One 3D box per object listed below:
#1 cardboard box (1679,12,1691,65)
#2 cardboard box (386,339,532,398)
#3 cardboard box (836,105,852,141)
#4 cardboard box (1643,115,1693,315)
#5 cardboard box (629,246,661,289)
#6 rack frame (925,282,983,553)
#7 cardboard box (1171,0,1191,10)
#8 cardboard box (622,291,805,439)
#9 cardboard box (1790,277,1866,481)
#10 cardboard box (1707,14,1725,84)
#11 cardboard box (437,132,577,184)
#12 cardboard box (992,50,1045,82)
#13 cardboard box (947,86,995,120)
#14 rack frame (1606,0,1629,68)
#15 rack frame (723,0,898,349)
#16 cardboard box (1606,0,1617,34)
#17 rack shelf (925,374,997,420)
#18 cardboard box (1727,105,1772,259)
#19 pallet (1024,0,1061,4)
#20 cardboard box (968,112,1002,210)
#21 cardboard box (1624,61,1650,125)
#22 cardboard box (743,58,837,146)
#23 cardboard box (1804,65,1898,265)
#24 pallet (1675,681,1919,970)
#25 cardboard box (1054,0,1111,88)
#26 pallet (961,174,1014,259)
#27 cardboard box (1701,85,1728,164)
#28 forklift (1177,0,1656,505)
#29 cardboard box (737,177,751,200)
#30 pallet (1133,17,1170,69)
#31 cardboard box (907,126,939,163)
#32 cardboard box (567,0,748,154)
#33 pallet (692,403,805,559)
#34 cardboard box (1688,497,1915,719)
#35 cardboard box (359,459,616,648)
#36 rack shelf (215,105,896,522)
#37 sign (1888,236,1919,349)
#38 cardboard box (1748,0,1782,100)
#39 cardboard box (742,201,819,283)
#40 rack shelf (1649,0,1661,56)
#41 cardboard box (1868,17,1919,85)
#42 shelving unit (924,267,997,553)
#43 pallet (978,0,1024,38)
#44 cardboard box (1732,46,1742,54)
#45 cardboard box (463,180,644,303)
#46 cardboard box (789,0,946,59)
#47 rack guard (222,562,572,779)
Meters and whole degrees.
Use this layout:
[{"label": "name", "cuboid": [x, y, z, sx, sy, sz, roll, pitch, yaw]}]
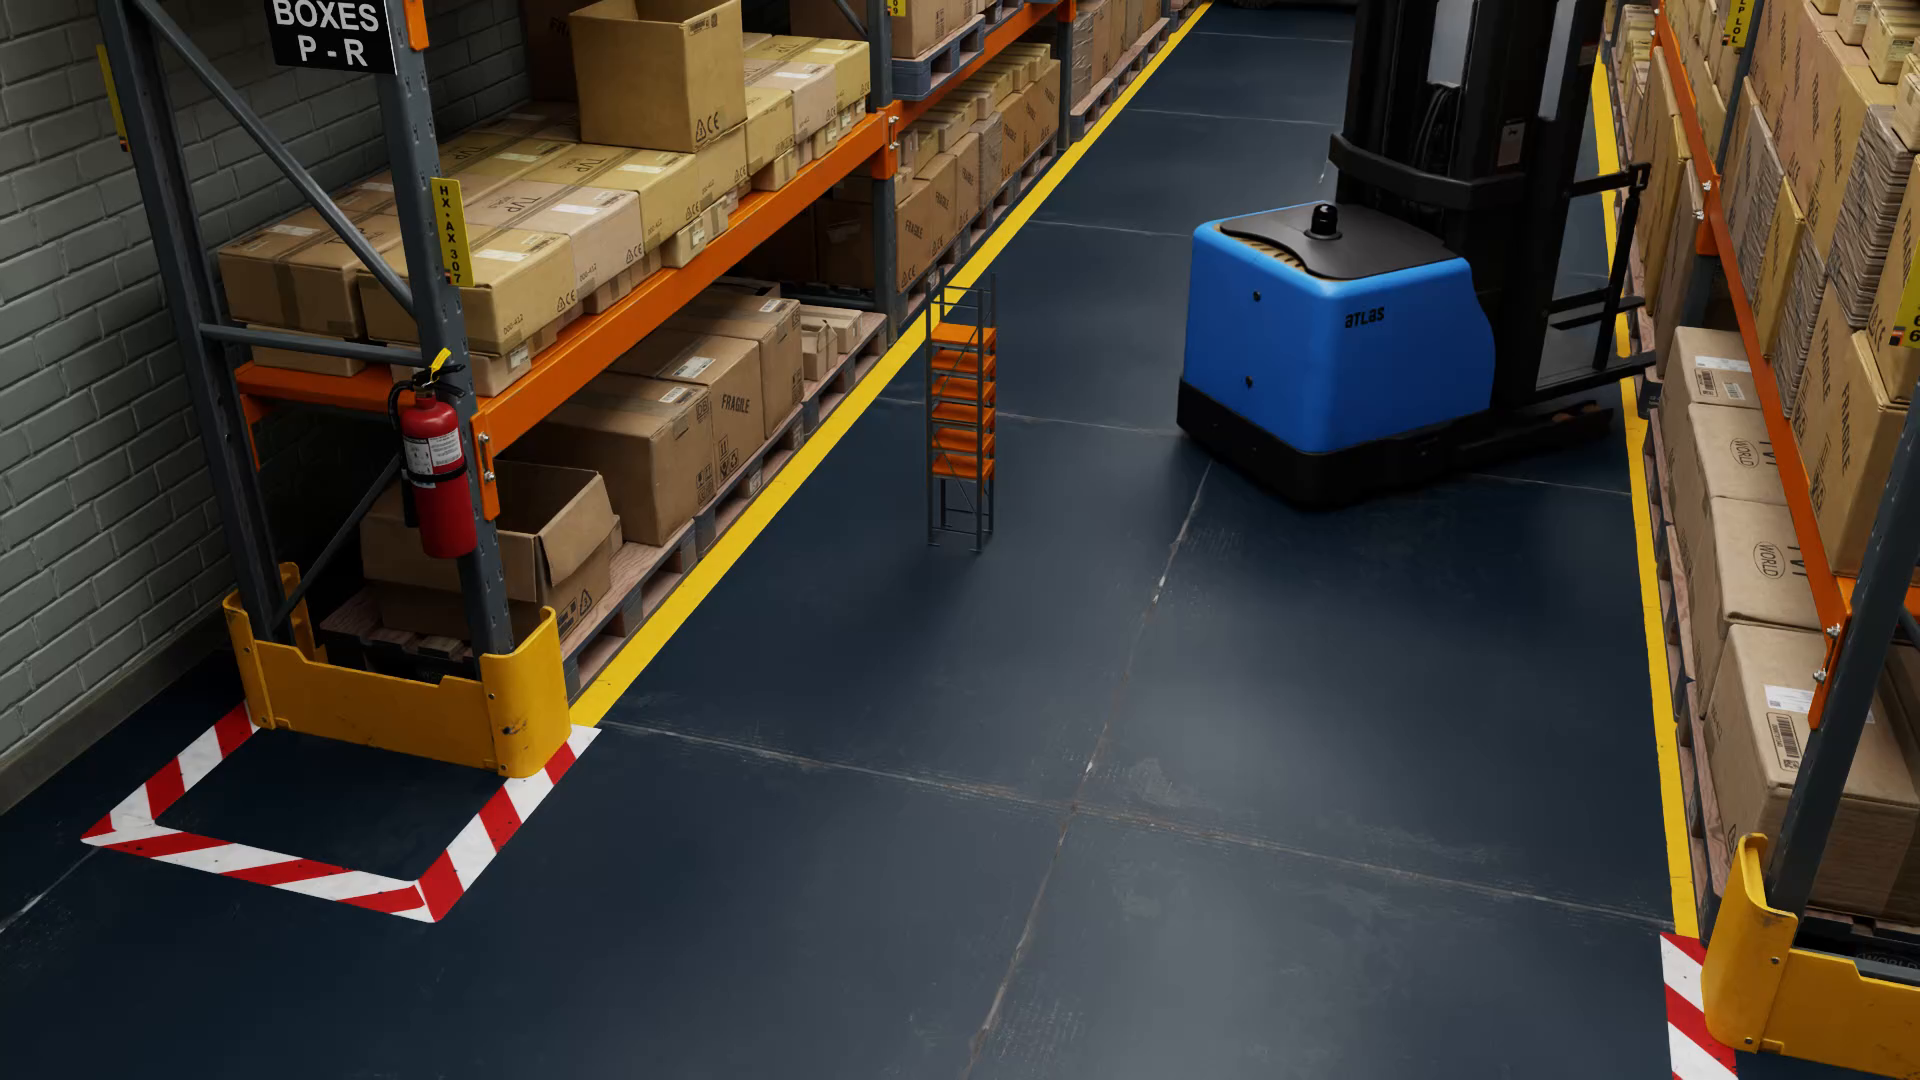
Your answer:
[{"label": "cardboard box", "cuboid": [4.400, -2.873, 9.484, 0.500, 0.250, 0.500, 9, 30, 17]}, {"label": "cardboard box", "cuboid": [-1.658, -0.607, 5.514, 0.380, 0.149, 0.250, 8, 30, 14]}, {"label": "cardboard box", "cuboid": [-0.750, -2.044, 8.097, 0.380, 0.149, 0.250, 9, 30, 16]}, {"label": "cardboard box", "cuboid": [4.267, -1.731, 9.030, 0.875, 0.875, 0.875, 9, 30, 16]}, {"label": "cardboard box", "cuboid": [-1.378, -1.092, 6.386, 0.380, 0.149, 0.250, 9, 30, 16]}, {"label": "rack frame", "cuboid": [-0.023, -0.489, 6.894, 0.240, 1.200, 0.006, 8, 30, 15]}, {"label": "cardboard box", "cuboid": [1.964, -5.340, 16.159, 0.500, 0.250, 0.500, 9, 30, 15]}, {"label": "cardboard box", "cuboid": [-1.154, -0.839, 7.813, 0.700, 0.500, 0.500, 7, 30, 13]}, {"label": "cardboard box", "cuboid": [2.780, -0.434, 4.841, 0.500, 0.500, 0.500, 8, 30, 14]}, {"label": "cardboard box", "cuboid": [3.940, -2.382, 8.086, 0.500, 0.250, 0.500, 9, 30, 16]}, {"label": "cardboard box", "cuboid": [-1.833, -1.388, 6.508, 0.500, 0.250, 0.500, 9, 30, 16]}, {"label": "cardboard box", "cuboid": [0.378, -3.299, 11.567, 0.380, 0.149, 0.250, 7, 30, 12]}, {"label": "cardboard box", "cuboid": [0.013, -2.818, 10.702, 0.380, 0.149, 0.250, 7, 30, 12]}, {"label": "rack frame", "cuboid": [6.252, -5.474, 14.004, 1.000, 3.000, 0.127, 8, 30, 15]}, {"label": "rack frame", "cuboid": [-0.842, -2.462, 8.591, 1.000, 3.000, 0.127, 8, 30, 15]}, {"label": "cardboard box", "cuboid": [6.169, -4.769, 15.133, 0.500, 0.250, 0.500, 10, 31, 17]}, {"label": "rack shelf", "cuboid": [0.004, -0.597, 6.934, 0.258, 0.103, 0.180, 8, 30, 15]}, {"label": "cardboard box", "cuboid": [3.364, -1.385, 6.552, 0.500, 0.500, 0.500, 9, 30, 15]}, {"label": "pallet", "cuboid": [0.200, -3.912, 11.395, 1.213, 0.211, 1.003, 8, 30, 15]}, {"label": "cardboard box", "cuboid": [-0.029, -2.466, 10.737, 0.500, 0.500, 0.500, 7, 30, 13]}, {"label": "cardboard box", "cuboid": [5.462, -3.255, 12.287, 0.950, 0.372, 0.625, 8, 30, 14]}, {"label": "cardboard box", "cuboid": [-0.892, -2.020, 7.644, 0.500, 0.250, 0.500, 9, 30, 15]}, {"label": "cardboard box", "cuboid": [2.917, -1.112, 5.032, 0.500, 0.500, 0.500, 8, 30, 15]}, {"label": "pallet", "cuboid": [2.890, 0.939, 5.345, 1.003, 0.211, 1.213, 8, 30, 15]}, {"label": "cardboard box", "cuboid": [0.712, -4.060, 13.473, 0.875, 0.625, 0.625, 9, 30, 17]}, {"label": "pallet", "cuboid": [-0.283, -2.196, 10.980, 1.003, 0.211, 1.213, 8, 30, 15]}, {"label": "cardboard box", "cuboid": [3.794, -1.935, 7.796, 0.500, 0.250, 0.500, 8, 30, 14]}, {"label": "forklift", "cuboid": [2.602, -1.939, 7.721, 3.031, 2.935, 1.130, -15, 32, -25]}, {"label": "cardboard box", "cuboid": [-1.137, -1.575, 7.254, 0.380, 0.149, 0.250, 9, 30, 16]}, {"label": "pallet", "cuboid": [1.327, -4.614, 15.326, 1.003, 0.211, 1.213, 8, 30, 15]}, {"label": "cardboard box", "cuboid": [-0.343, -2.356, 9.871, 0.380, 0.149, 0.250, 8, 30, 14]}, {"label": "cardboard box", "cuboid": [-1.186, -1.865, 6.594, 0.500, 0.500, 0.500, 9, 30, 16]}, {"label": "pallet", "cuboid": [-1.401, -0.356, 7.673, 1.003, 0.211, 1.213, 8, 30, 15]}, {"label": "cardboard box", "cuboid": [3.088, 0.292, 5.843, 0.875, 0.438, 0.875, 9, 30, 16]}, {"label": "cardboard box", "cuboid": [-1.746, 0.033, 6.241, 0.797, 0.503, 0.637, 7, 30, 13]}, {"label": "rack shelf", "cuboid": [-1.429, -1.218, 7.095, 1.077, 0.370, 4.000, 8, 30, 15]}, {"label": "sign", "cuboid": [2.215, -0.590, 3.791, 0.100, 0.325, 0.005, 8, 30, 15]}, {"label": "cardboard box", "cuboid": [3.532, -2.050, 6.717, 0.500, 0.500, 0.500, 9, 30, 15]}, {"label": "cardboard box", "cuboid": [-0.981, -1.824, 9.582, 0.500, 0.500, 0.500, 8, 30, 15]}, {"label": "rack shelf", "cuboid": [5.665, -4.230, 12.508, 1.077, 0.370, 4.000, 8, 30, 15]}, {"label": "cardboard box", "cuboid": [2.966, -1.457, 4.985, 0.380, 0.149, 0.250, 9, 30, 16]}, {"label": "shelving unit", "cuboid": [0.004, -0.531, 6.970, 0.258, 1.200, 0.189, 8, 30, 15]}, {"label": "pallet", "cuboid": [-0.235, -3.333, 10.353, 1.003, 0.211, 1.213, 8, 30, 15]}, {"label": "cardboard box", "cuboid": [3.795, -2.480, 7.491, 0.500, 0.500, 0.500, 9, 30, 16]}, {"label": "cardboard box", "cuboid": [-1.478, -1.075, 5.944, 0.500, 0.250, 0.500, 9, 30, 15]}, {"label": "cardboard box", "cuboid": [-0.487, -2.882, 8.811, 0.700, 0.500, 0.500, 9, 30, 16]}, {"label": "rack guard", "cuboid": [-1.994, 0.454, 5.920, 1.175, 0.500, 0.348, 8, 30, 15]}]
